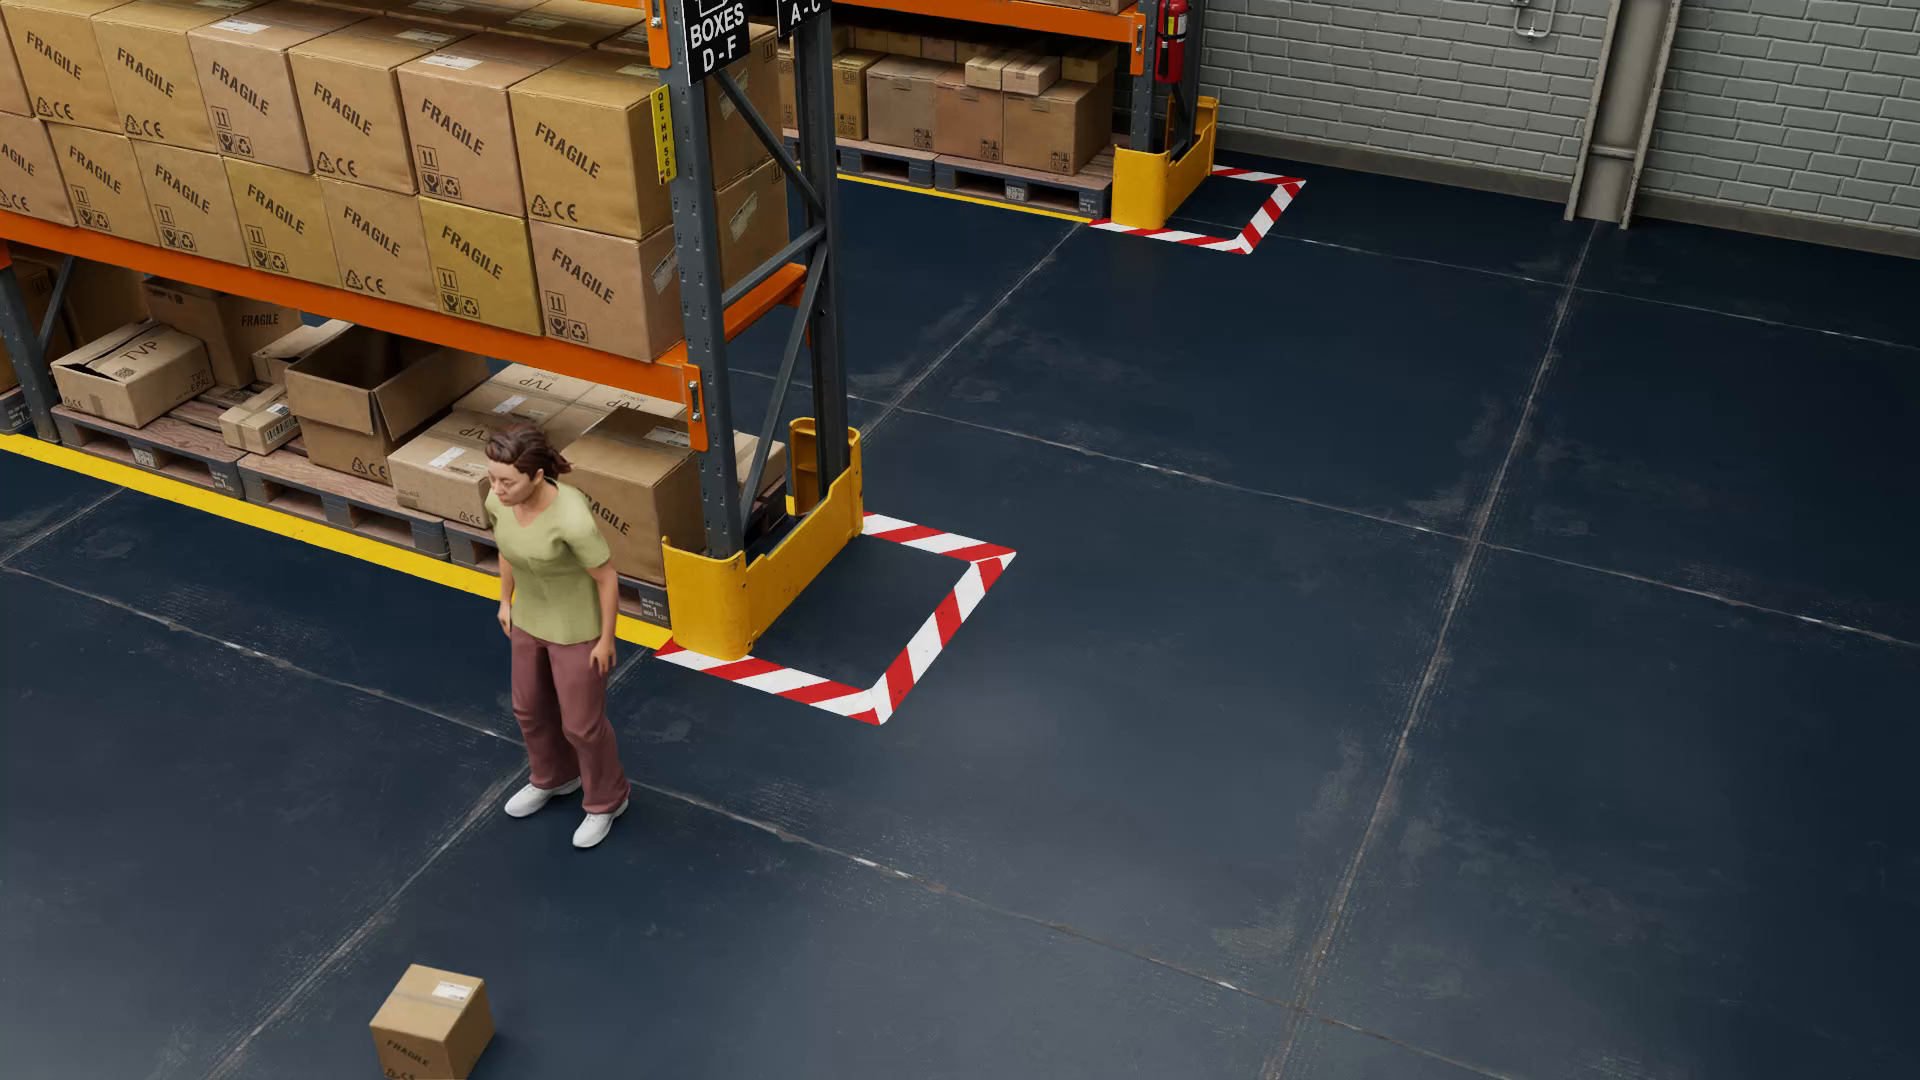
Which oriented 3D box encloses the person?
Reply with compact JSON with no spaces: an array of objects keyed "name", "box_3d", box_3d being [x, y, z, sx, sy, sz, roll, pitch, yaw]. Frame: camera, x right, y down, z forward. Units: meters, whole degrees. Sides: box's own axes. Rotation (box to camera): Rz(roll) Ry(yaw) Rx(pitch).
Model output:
[{"name":"person","box_3d":[-1.386,0.309,5.682,0.504,1.671,0.357,18,38,25]}]
